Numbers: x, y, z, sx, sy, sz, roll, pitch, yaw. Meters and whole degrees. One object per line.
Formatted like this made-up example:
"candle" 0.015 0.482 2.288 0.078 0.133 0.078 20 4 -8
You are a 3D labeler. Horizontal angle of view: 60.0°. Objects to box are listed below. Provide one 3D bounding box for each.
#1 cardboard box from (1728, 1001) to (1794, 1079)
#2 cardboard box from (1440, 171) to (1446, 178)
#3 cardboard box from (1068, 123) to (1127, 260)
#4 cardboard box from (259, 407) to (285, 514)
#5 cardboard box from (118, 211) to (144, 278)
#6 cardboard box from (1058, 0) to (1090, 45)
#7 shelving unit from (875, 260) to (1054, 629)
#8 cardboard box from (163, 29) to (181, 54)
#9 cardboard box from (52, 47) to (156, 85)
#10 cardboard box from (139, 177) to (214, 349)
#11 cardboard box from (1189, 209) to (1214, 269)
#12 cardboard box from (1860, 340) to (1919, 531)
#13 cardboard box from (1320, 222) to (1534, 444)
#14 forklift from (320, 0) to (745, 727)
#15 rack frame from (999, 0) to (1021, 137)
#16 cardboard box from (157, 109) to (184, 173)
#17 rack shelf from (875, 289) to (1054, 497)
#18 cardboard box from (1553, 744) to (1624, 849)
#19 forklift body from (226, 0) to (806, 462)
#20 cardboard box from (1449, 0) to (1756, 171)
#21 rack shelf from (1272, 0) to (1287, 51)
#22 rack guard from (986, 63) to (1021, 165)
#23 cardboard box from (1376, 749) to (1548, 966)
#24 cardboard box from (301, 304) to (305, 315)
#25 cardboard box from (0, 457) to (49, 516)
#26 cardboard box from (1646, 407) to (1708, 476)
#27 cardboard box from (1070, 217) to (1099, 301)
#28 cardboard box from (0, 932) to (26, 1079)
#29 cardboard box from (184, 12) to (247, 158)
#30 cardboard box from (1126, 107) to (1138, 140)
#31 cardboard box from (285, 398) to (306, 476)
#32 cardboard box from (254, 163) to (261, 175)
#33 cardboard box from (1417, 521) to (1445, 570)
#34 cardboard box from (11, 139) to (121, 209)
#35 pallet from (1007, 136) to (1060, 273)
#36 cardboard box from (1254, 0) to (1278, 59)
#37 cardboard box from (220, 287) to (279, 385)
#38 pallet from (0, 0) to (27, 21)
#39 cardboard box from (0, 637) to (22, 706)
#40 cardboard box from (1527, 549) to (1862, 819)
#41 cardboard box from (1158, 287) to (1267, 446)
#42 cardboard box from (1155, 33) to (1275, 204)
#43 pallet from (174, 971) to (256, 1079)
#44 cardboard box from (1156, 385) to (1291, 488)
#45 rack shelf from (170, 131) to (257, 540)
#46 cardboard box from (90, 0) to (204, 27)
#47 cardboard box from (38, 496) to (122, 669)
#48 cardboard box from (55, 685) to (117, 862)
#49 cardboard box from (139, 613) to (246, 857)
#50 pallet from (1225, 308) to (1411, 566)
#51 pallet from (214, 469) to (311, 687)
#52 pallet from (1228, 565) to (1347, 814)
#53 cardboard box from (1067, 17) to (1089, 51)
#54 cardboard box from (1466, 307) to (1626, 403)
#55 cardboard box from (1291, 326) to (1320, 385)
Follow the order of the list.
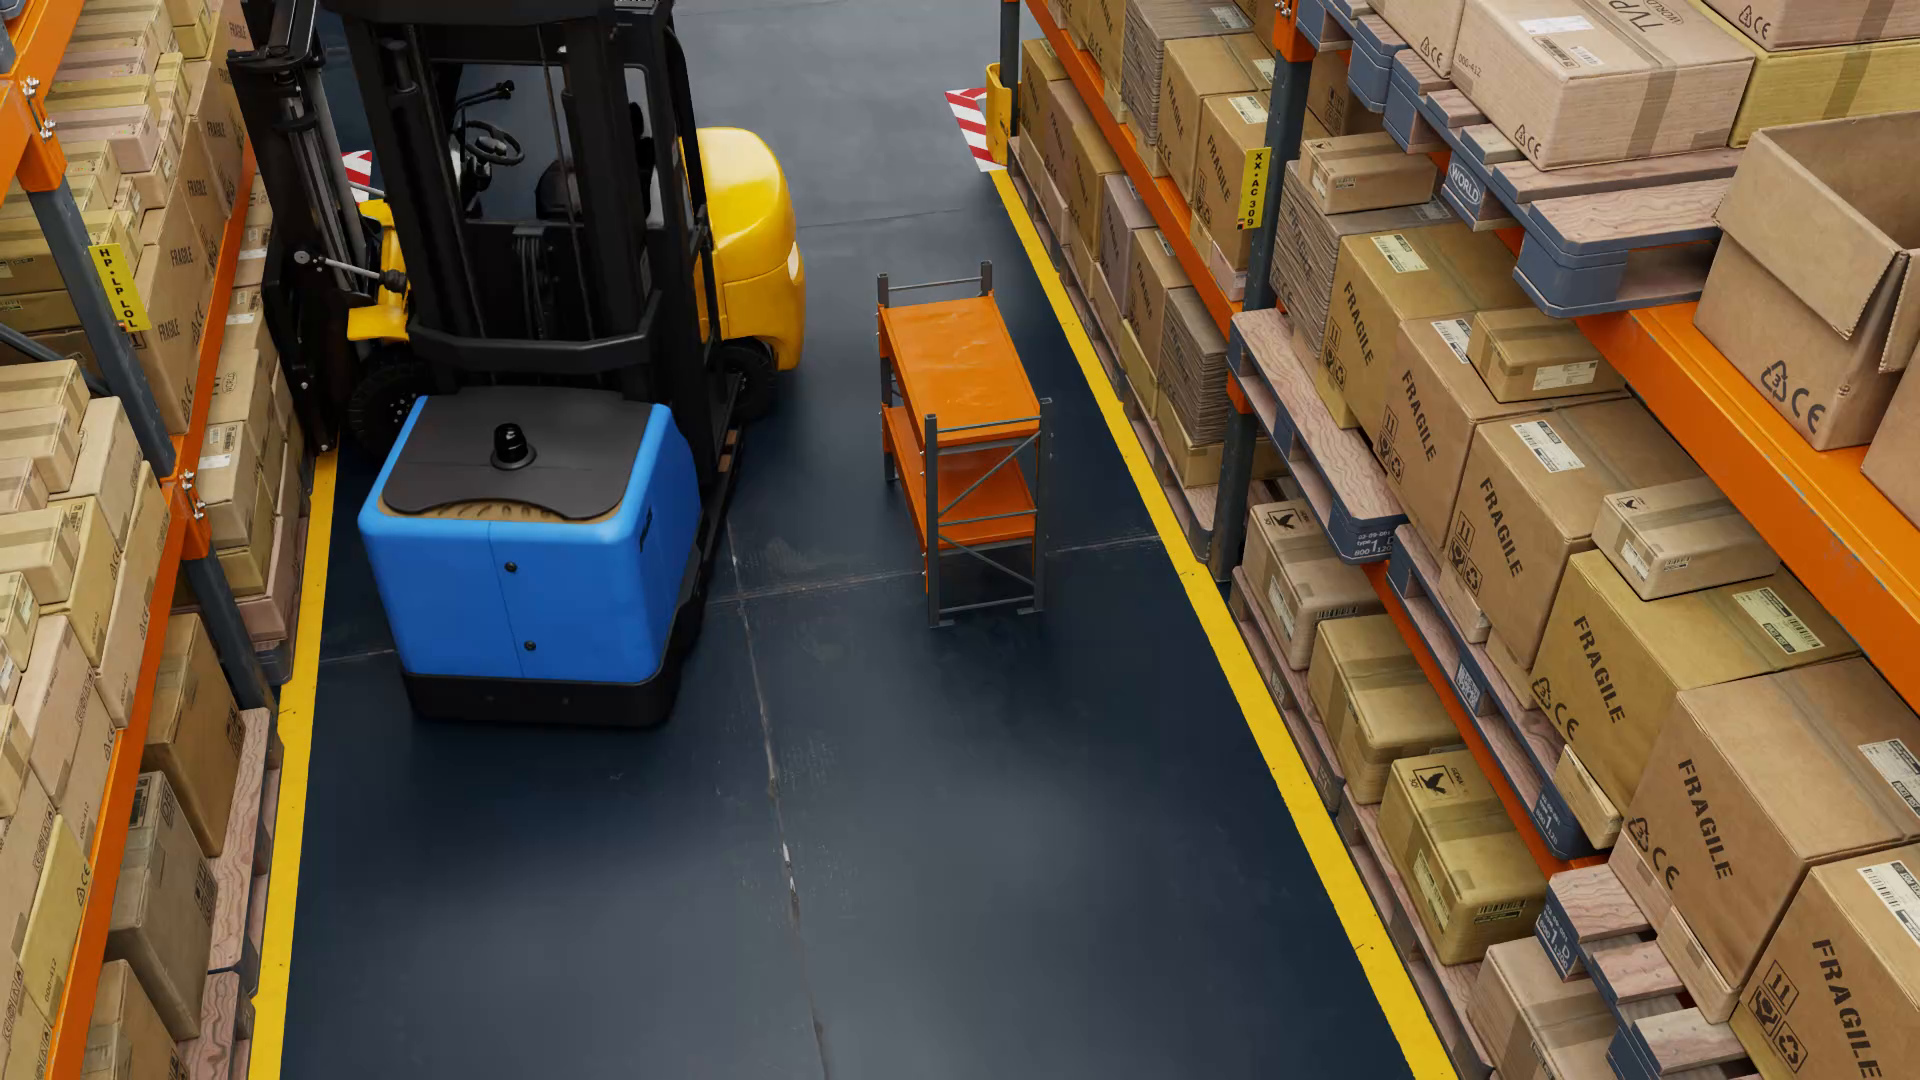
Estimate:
"cardboard box" 2.036 1.149 3.851 0.380 0.149 0.250 -8 42 -9
"cardboard box" 1.925 -1.078 5.870 0.500 0.500 0.500 -9 42 -10
"cardboard box" 0.865 -1.798 8.488 0.500 0.500 0.500 -8 42 -8
"cardboard box" -3.158 -0.324 7.016 0.500 0.250 0.500 -9 42 -10
"cardboard box" -3.114 -1.017 5.854 0.380 0.149 0.250 -7 42 -8
"cardboard box" 0.796 -2.768 8.091 0.500 0.500 0.500 -9 42 -10
"shelving unit" 0.001 -0.416 7.153 0.538 1.125 1.048 -8 42 -9
"cardboard box" -3.493 -2.010 6.973 0.380 0.149 0.250 -9 42 -10
"cardboard box" -3.379 -1.789 6.499 0.380 0.149 0.250 -9 42 -9
"cardboard box" -3.214 -1.022 6.349 0.500 0.500 0.500 -8 42 -9
"cardboard box" 1.174 -1.270 6.892 0.380 0.149 0.250 -7 42 -8
"cardboard box" 2.270 -0.221 3.186 0.700 0.500 0.500 -8 42 -9
"cardboard box" 1.532 -0.675 5.416 0.500 0.500 0.500 -8 42 -9
"forklift" -1.606 -1.321 6.812 1.130 2.935 3.031 2 42 2
"rack frame" 0.738 -3.631 9.363 1.000 3.000 0.127 -8 42 -9
"cardboard box" -3.233 -1.522 6.423 0.380 0.149 0.250 -9 42 -10
"rack shelf" 0.001 -0.635 6.959 0.538 0.278 1.000 -8 42 -9
"cardboard box" 1.818 0.651 4.411 0.380 0.149 0.250 -8 42 -9
"forklift body" -1.917 -1.632 7.751 2.313 2.155 1.214 -8 42 -9
"cardboard box" 1.577 -1.173 4.131 0.500 0.250 0.500 -9 42 -10
"rack shelf" 1.170 -3.188 7.146 1.077 0.370 4.000 -8 42 -9
"rack guard" 0.755 -2.647 10.137 1.175 0.500 0.348 -8 42 -9
"cardboard box" 2.028 1.043 5.760 0.950 0.372 0.625 -7 42 -8
"cardboard box" -3.468 -1.304 8.120 0.500 0.250 0.500 -9 42 -10
"cardboard box" -2.879 -0.084 4.803 0.380 0.149 0.250 -8 42 -9
"cardboard box" 2.253 -0.081 4.748 0.500 0.500 0.500 -10 43 -11
"cardboard box" 0.875 -1.514 8.732 0.500 0.250 0.500 -6 42 -6
"cardboard box" -2.440 1.148 3.715 0.500 0.250 0.500 -9 42 -10
"cardboard box" -3.531 -2.004 7.454 0.500 0.500 0.500 -9 42 -10
"cardboard box" 0.986 -1.937 7.644 0.380 0.149 0.250 -9 42 -10
"cardboard box" -3.276 -0.472 7.559 0.500 0.250 0.500 -8 42 -9
"cardboard box" -3.588 -1.836 8.343 0.500 0.250 0.500 -8 42 -8
"cardboard box" 1.660 -0.029 5.178 0.380 0.149 0.250 -8 42 -9
"cardboard box" -3.232 -1.286 5.933 0.380 0.149 0.250 -9 42 -10
"pallet" 0.896 -2.007 9.634 1.003 0.211 1.213 -8 42 -9
"cardboard box" 1.630 -2.211 6.711 0.700 0.500 0.500 -8 42 -9
"cardboard box" -3.261 -0.840 7.220 0.500 0.250 0.500 -7 42 -8
"pallet" -3.454 -1.963 5.290 1.003 0.211 1.213 -8 42 -9
"cardboard box" -2.649 0.409 4.248 0.380 0.149 0.250 -8 42 -9
"cardboard box" 1.863 0.333 4.281 0.500 0.500 0.500 -11 43 -12
"cardboard box" 1.212 -0.793 7.355 0.500 0.500 0.500 -9 42 -10
"cardboard box" 1.145 -1.772 6.969 0.500 0.500 0.500 -7 42 -8
"pallet" -2.780 1.982 5.139 1.003 0.211 1.213 -8 42 -9
"cardboard box" 1.212 -0.512 7.604 0.500 0.250 0.500 -7 42 -7
"rack shelf" -3.676 -1.352 7.337 1.077 0.370 4.000 -8 42 -9
"cardboard box" -3.451 -2.294 7.068 0.380 0.149 0.250 -8 42 -8
"cardboard box" -2.771 0.158 4.830 0.500 0.250 0.500 -9 42 -10
"cardboard box" -2.689 0.672 4.628 0.500 0.250 0.500 -8 42 -9
"cardboard box" -3.121 0.743 5.908 0.875 0.625 0.625 -7 42 -7
"pallet" 1.625 -0.450 5.924 1.003 0.211 1.213 -8 42 -9
"pallet" -3.375 0.197 7.151 1.003 0.211 1.213 -8 42 -9
"pallet" 1.771 0.509 6.799 1.003 0.211 1.213 -8 42 -9
"cardboard box" 0.754 -2.608 8.400 0.380 0.149 0.250 -7 42 -8
"cardboard box" 1.693 -0.542 4.778 0.380 0.149 0.250 -6 42 -7
"cardboard box" 1.412 -0.698 5.931 0.380 0.149 0.250 -8 42 -9
